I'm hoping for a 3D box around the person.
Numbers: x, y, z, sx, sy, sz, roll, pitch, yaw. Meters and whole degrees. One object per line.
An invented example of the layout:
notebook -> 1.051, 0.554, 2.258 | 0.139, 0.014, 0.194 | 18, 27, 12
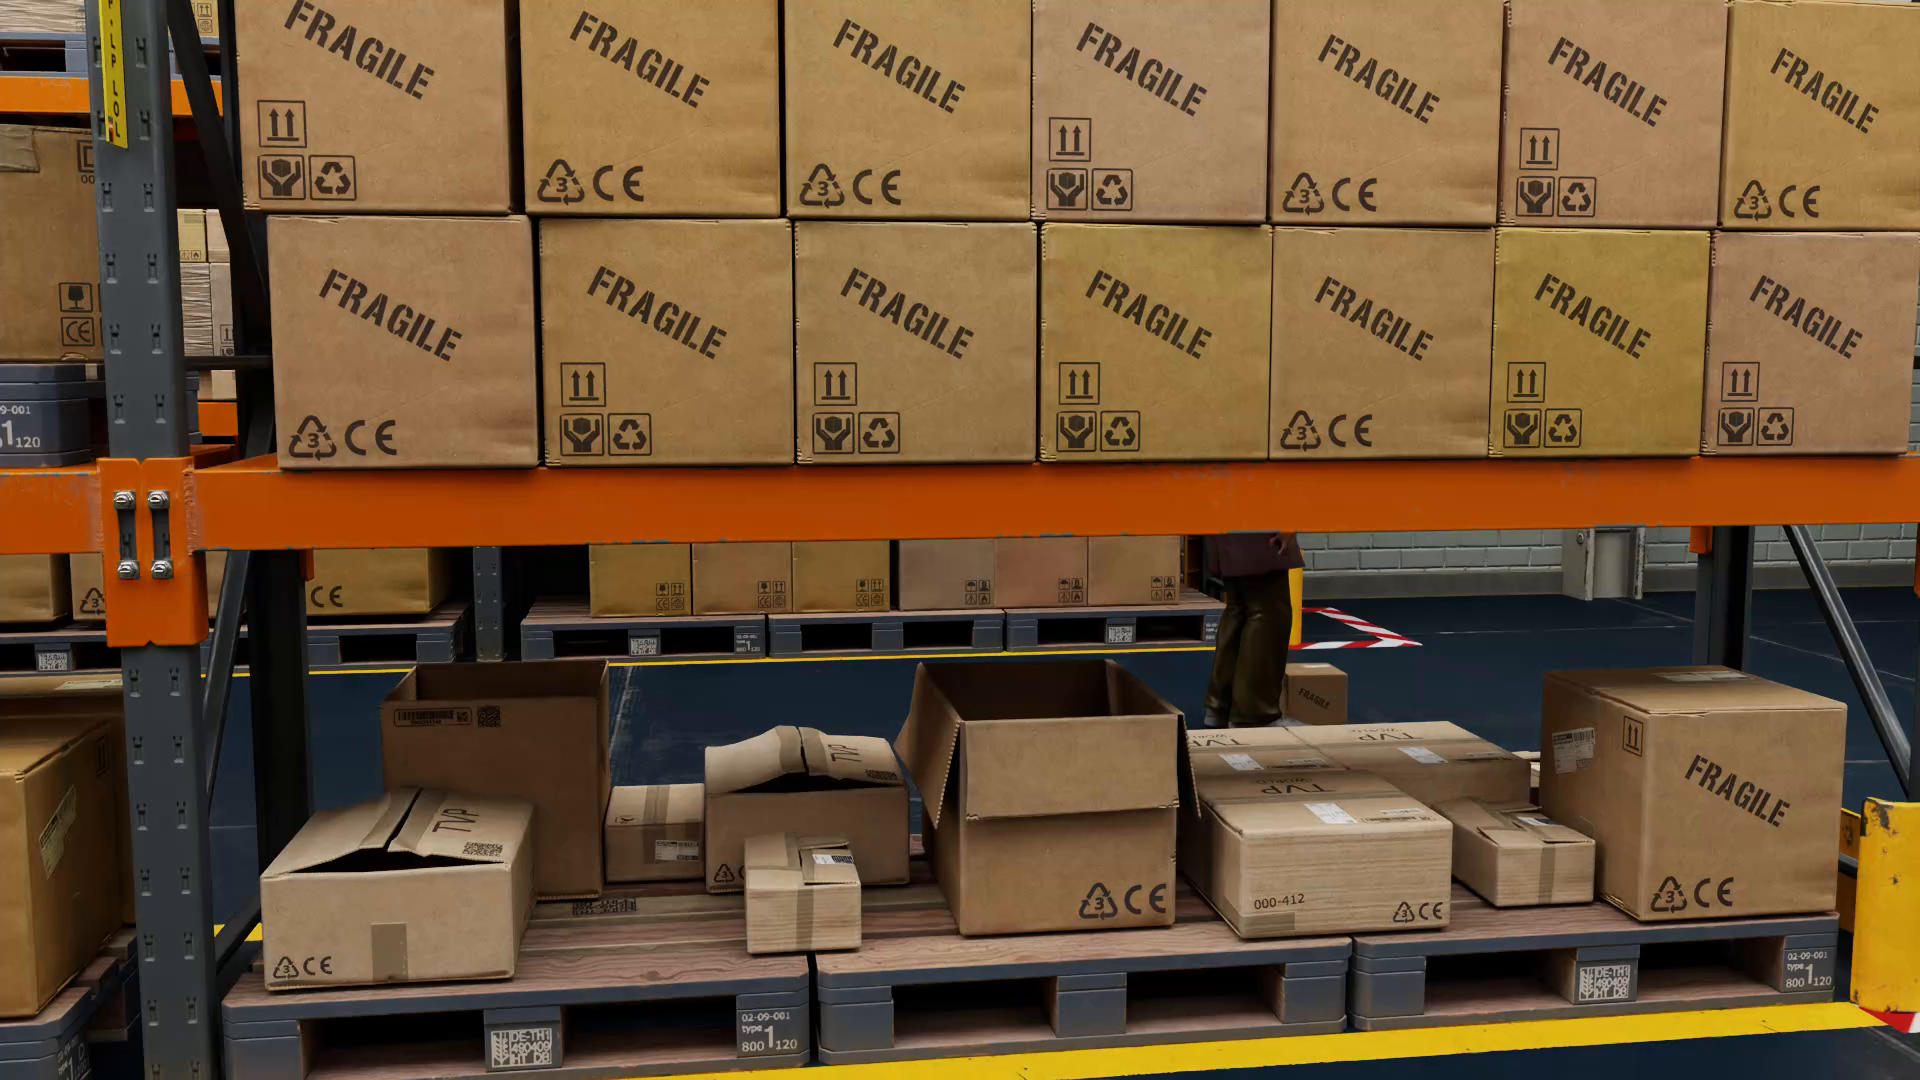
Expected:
person -> 1.178, -0.010, 6.699 | 0.428, 1.590, 0.638 | -1, 6, -11
